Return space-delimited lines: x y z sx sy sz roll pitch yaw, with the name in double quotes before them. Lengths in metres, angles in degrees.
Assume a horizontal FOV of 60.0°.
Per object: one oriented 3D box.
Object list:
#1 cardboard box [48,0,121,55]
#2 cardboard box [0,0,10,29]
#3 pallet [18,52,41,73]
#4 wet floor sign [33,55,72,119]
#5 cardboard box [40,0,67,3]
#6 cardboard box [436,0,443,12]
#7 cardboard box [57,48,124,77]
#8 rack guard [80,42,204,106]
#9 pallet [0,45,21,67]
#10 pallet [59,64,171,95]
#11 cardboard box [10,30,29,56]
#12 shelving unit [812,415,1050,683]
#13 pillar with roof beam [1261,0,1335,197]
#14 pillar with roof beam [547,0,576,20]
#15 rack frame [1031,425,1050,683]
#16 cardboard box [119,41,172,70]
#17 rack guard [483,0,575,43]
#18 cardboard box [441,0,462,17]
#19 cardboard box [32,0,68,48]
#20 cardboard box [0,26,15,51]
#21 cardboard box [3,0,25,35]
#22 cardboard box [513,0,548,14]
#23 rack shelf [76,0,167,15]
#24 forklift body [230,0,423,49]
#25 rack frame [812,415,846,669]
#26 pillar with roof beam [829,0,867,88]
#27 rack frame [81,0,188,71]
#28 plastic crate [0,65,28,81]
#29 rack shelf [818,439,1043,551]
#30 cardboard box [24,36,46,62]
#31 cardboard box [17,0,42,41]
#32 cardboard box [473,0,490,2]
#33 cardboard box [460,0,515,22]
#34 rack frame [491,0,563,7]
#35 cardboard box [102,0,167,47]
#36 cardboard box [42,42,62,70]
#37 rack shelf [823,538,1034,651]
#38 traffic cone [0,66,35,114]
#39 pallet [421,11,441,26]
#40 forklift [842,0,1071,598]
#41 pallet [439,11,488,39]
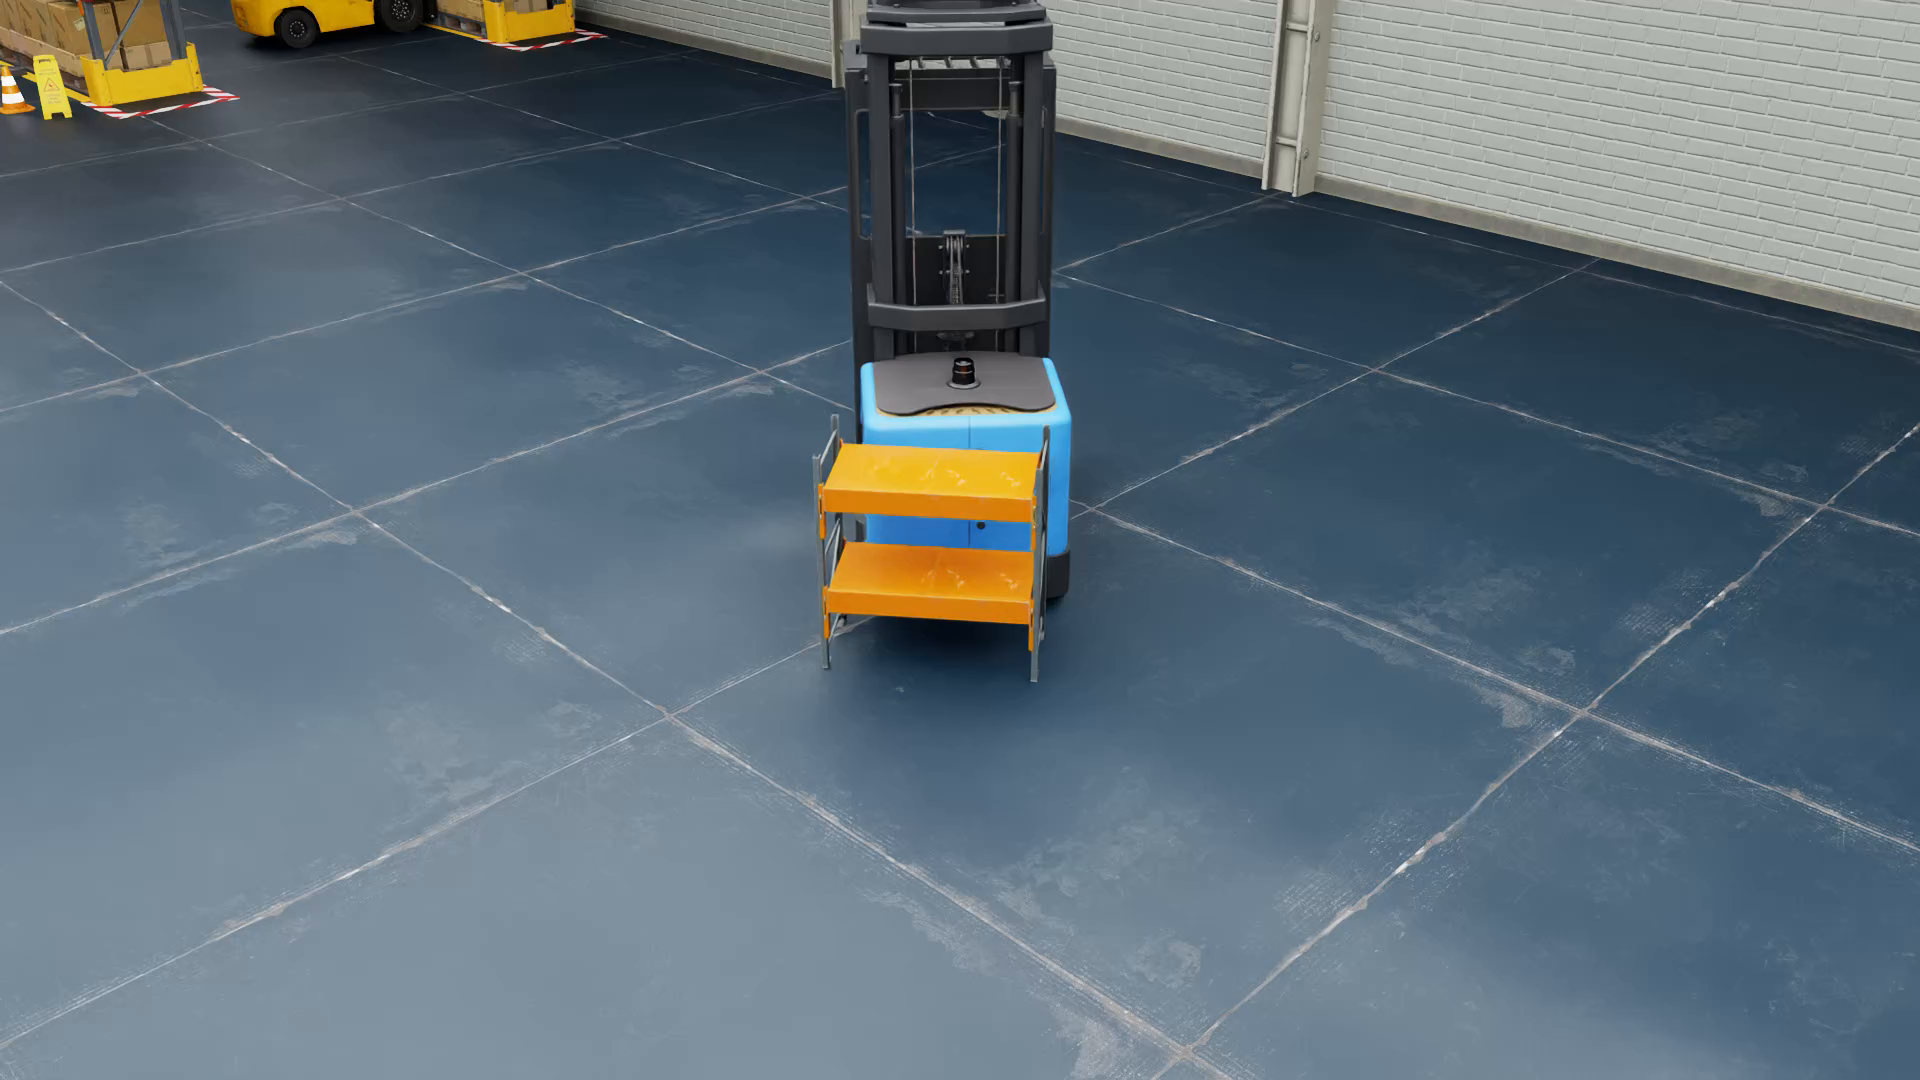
"cardboard box" -9.876 -5.799 18.753 0.500 0.500 0.500 25 37 39
"cardboard box" -11.352 -6.477 20.041 0.500 0.500 0.500 -24 36 -37
"pallet" -10.596 -5.789 20.032 1.213 0.211 1.003 25 36 38
"wet floor sign" -9.736 -4.864 17.808 0.267 0.644 0.232 -13 30 -22
"cardboard box" -10.184 -6.184 18.788 0.380 0.149 0.250 -24 36 -38
"cardboard box" -6.899 -7.321 22.453 0.500 0.250 0.500 -25 37 -39
"cardboard box" -9.904 -5.475 18.942 0.500 0.250 0.500 24 36 38
"rack guard" -9.176 -5.242 18.682 0.348 0.500 1.175 25 36 38
"pallet" -11.470 -6.187 20.790 1.213 0.211 1.003 25 36 38
"pallet" -9.730 -5.391 19.276 1.213 0.211 1.003 25 36 38
"cardboard box" -10.974 -5.973 19.889 0.500 0.250 0.500 24 36 38
"shelving unit" -0.121 0.040 7.966 1.048 1.125 0.538 3 28 6
"pillar with roof beam" 0.030 -5.809 10.629 0.400 9.000 9.100 25 36 38
"pillar with roof beam" -8.527 -9.725 18.076 0.400 9.000 9.100 25 36 38
"rack frame" 0.383 0.068 7.913 0.032 1.125 0.500 3 28 6
"cardboard box" -9.503 -5.647 19.270 0.500 0.250 0.500 24 36 38
"rack guard" -5.627 -6.858 21.755 0.348 0.500 1.175 25 36 38
"cardboard box" -6.549 -7.155 22.137 0.500 0.250 0.500 25 36 38
"cardboard box" -10.250 -5.968 19.075 0.500 0.500 0.500 -24 36 -37
"cardboard box" -11.354 -6.145 20.217 0.500 0.250 0.500 -23 35 -36
"cardboard box" -10.984 -6.307 19.719 0.500 0.500 0.500 -23 35 -37
"cardboard box" -5.857 -7.166 22.158 0.500 0.250 0.500 25 37 39
"rack shelf" -10.548 -6.658 19.461 4.000 0.370 1.077 25 36 38
"forklift body" -8.275 -7.610 21.411 1.214 2.155 2.313 25 36 38
"rack frame" -0.626 0.012 8.018 0.032 1.125 0.500 3 28 6
"pillar with roof beam" -4.249 -7.767 14.352 0.400 9.000 9.100 25 36 38
"rack frame" -9.122 -6.323 18.053 0.127 3.000 1.000 25 36 38
"plastic crate" -11.429 -5.552 19.723 0.583 0.080 0.402 12 30 22
"rack shelf" -0.121 -0.219 7.829 1.000 0.278 0.538 3 28 6
"cardboard box" -10.627 -5.807 19.575 0.500 0.250 0.500 23 35 37
"cardboard box" -10.605 -6.135 19.392 0.500 0.500 0.500 24 36 37
"cardboard box" -6.210 -7.217 21.719 0.500 0.250 0.500 24 36 38
"cardboard box" -6.201 -6.989 21.822 0.500 0.250 0.500 25 37 39
"rack frame" -5.644 -7.972 21.188 0.127 3.000 1.000 25 36 38
"cardboard box" -9.520 -5.987 19.110 0.500 0.500 0.500 23 36 37
"cardboard box" -10.250 -5.638 19.253 0.500 0.250 0.500 25 37 39
"rack shelf" -0.121 0.256 8.079 1.000 0.278 0.538 3 28 6
"traffic cone" -10.333 -4.913 18.096 0.334 0.463 0.336 25 36 38
"pallet" -7.085 -7.371 23.042 1.213 0.211 1.003 25 36 38
"forklift" -0.069 -1.625 9.192 1.130 2.935 3.031 -2 28 -4
"pallet" -6.219 -6.973 22.285 1.213 0.211 1.003 25 36 38
